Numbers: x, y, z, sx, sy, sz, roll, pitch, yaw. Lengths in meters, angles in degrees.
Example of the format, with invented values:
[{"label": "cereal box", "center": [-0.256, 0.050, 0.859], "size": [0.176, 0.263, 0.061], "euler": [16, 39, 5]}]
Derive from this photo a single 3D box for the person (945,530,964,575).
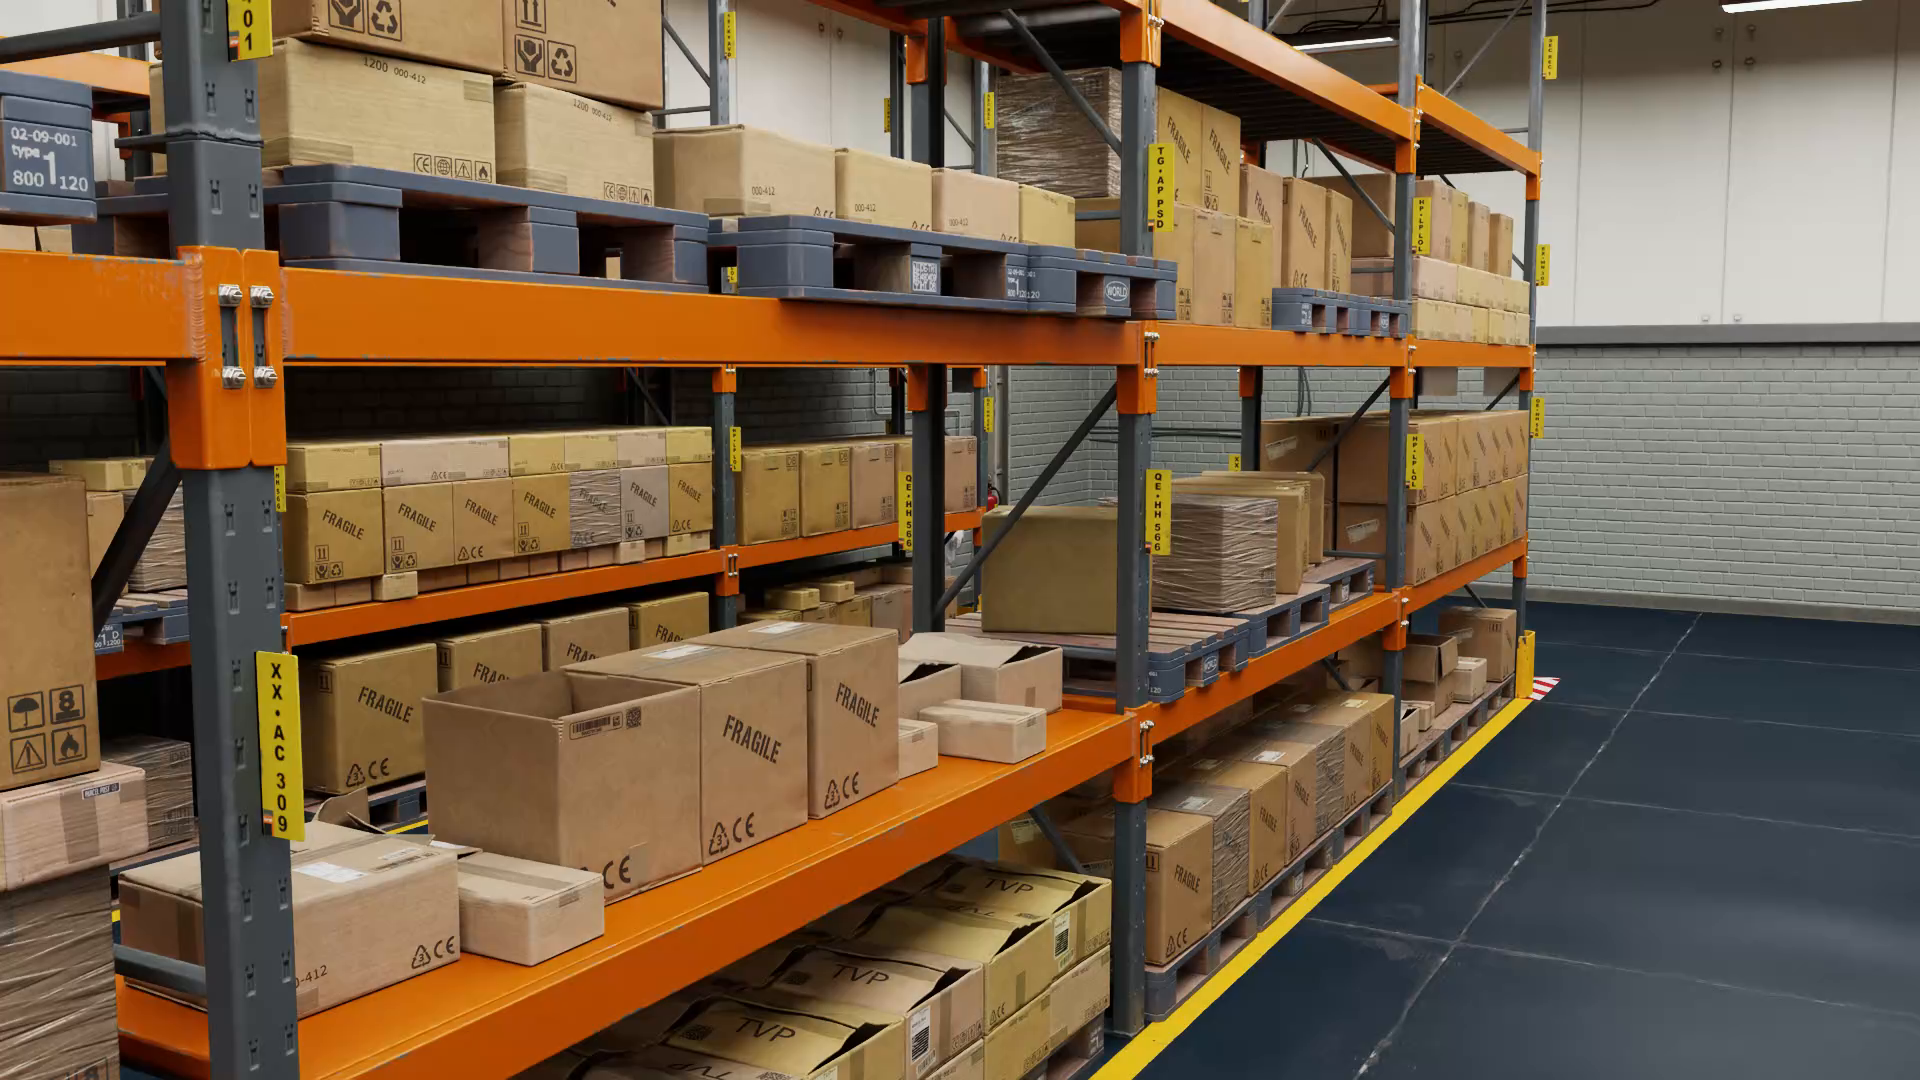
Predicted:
[{"label": "person", "center": [-0.266, -0.088, 17.720], "size": [0.637, 1.787, 0.565], "euler": [3, 7, 29]}]
